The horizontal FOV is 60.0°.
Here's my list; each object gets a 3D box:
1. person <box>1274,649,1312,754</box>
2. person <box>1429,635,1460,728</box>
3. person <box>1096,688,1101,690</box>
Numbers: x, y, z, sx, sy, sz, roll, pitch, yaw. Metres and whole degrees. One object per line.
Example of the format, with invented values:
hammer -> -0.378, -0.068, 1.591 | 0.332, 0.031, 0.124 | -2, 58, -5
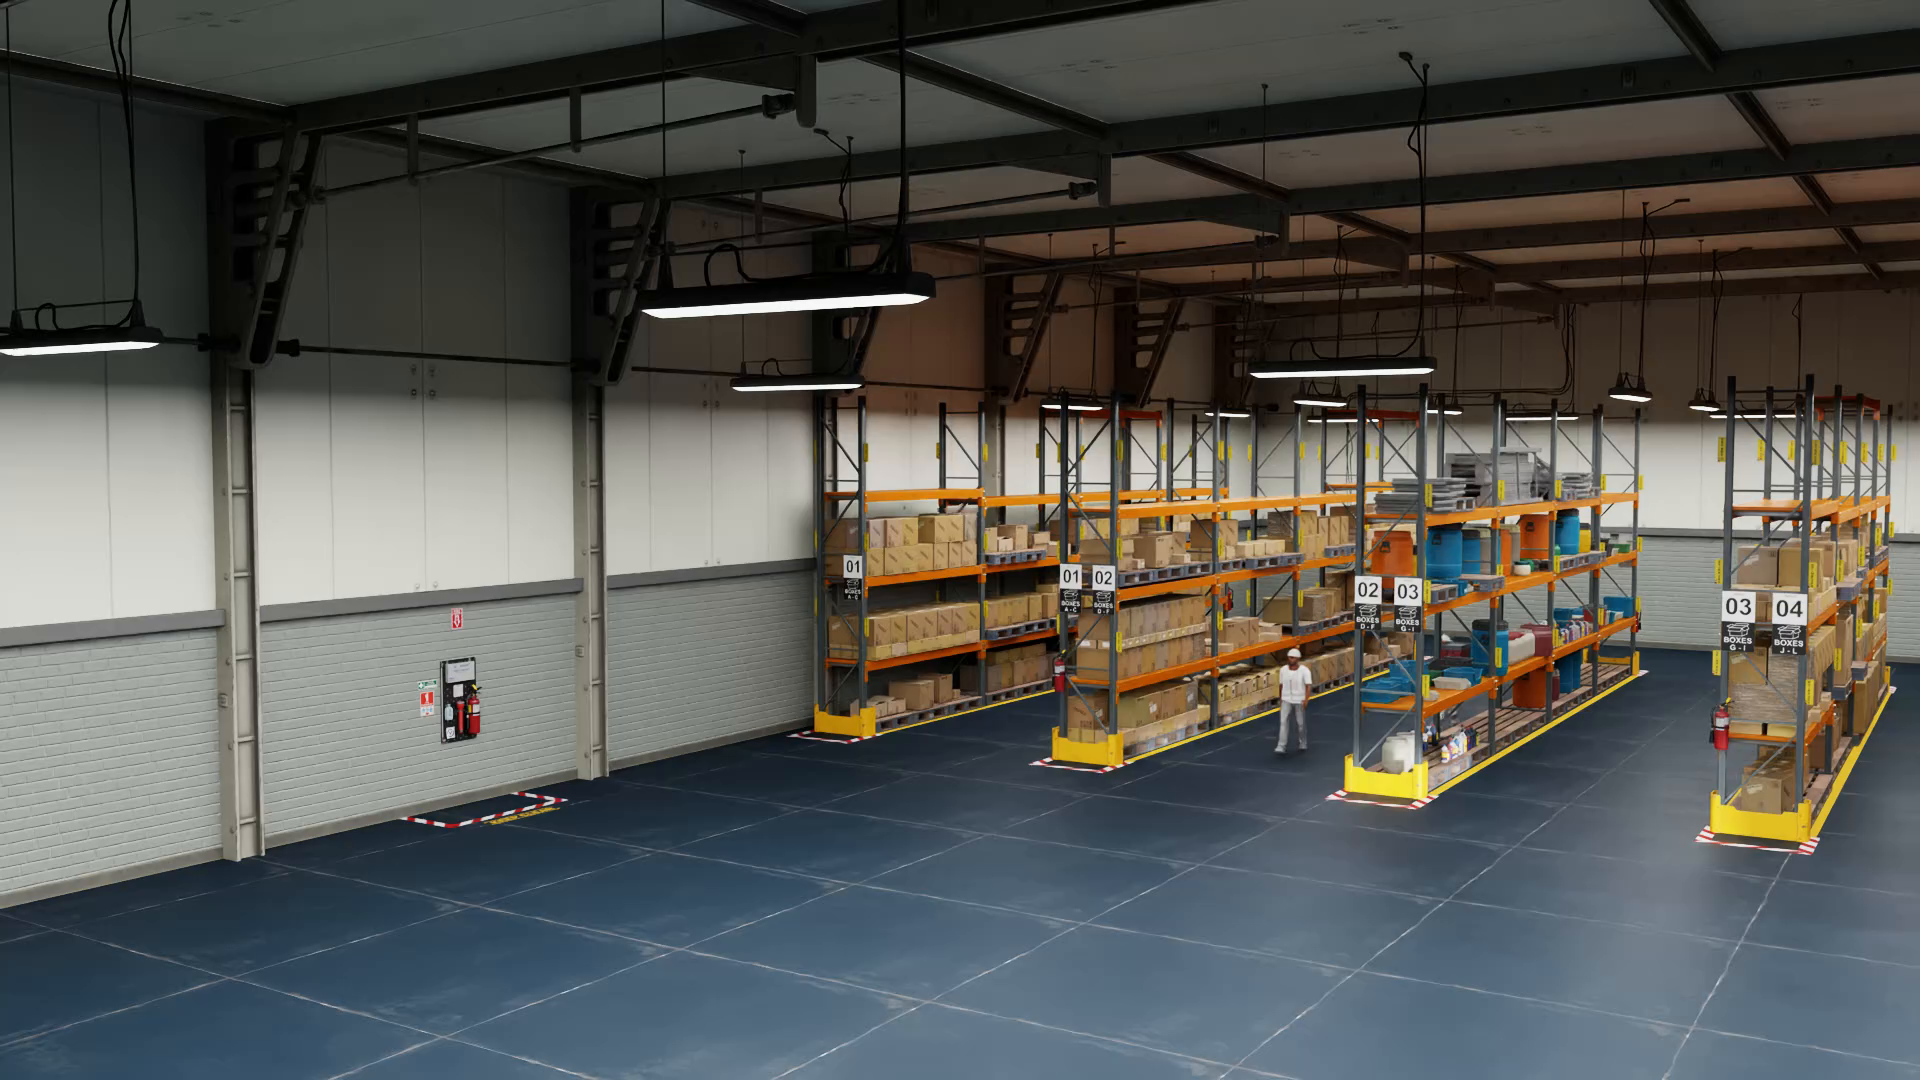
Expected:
person -> 5.532, 2.674, 27.616 | 0.595, 1.716, 1.031 | 2, 3, 28
person -> 8.586, 2.551, 29.731 | 1.078, 1.722, 0.634 | -2, 4, -32
person -> 3.017, 2.401, 33.658 | 0.461, 1.599, 1.044 | 1, 3, 23
